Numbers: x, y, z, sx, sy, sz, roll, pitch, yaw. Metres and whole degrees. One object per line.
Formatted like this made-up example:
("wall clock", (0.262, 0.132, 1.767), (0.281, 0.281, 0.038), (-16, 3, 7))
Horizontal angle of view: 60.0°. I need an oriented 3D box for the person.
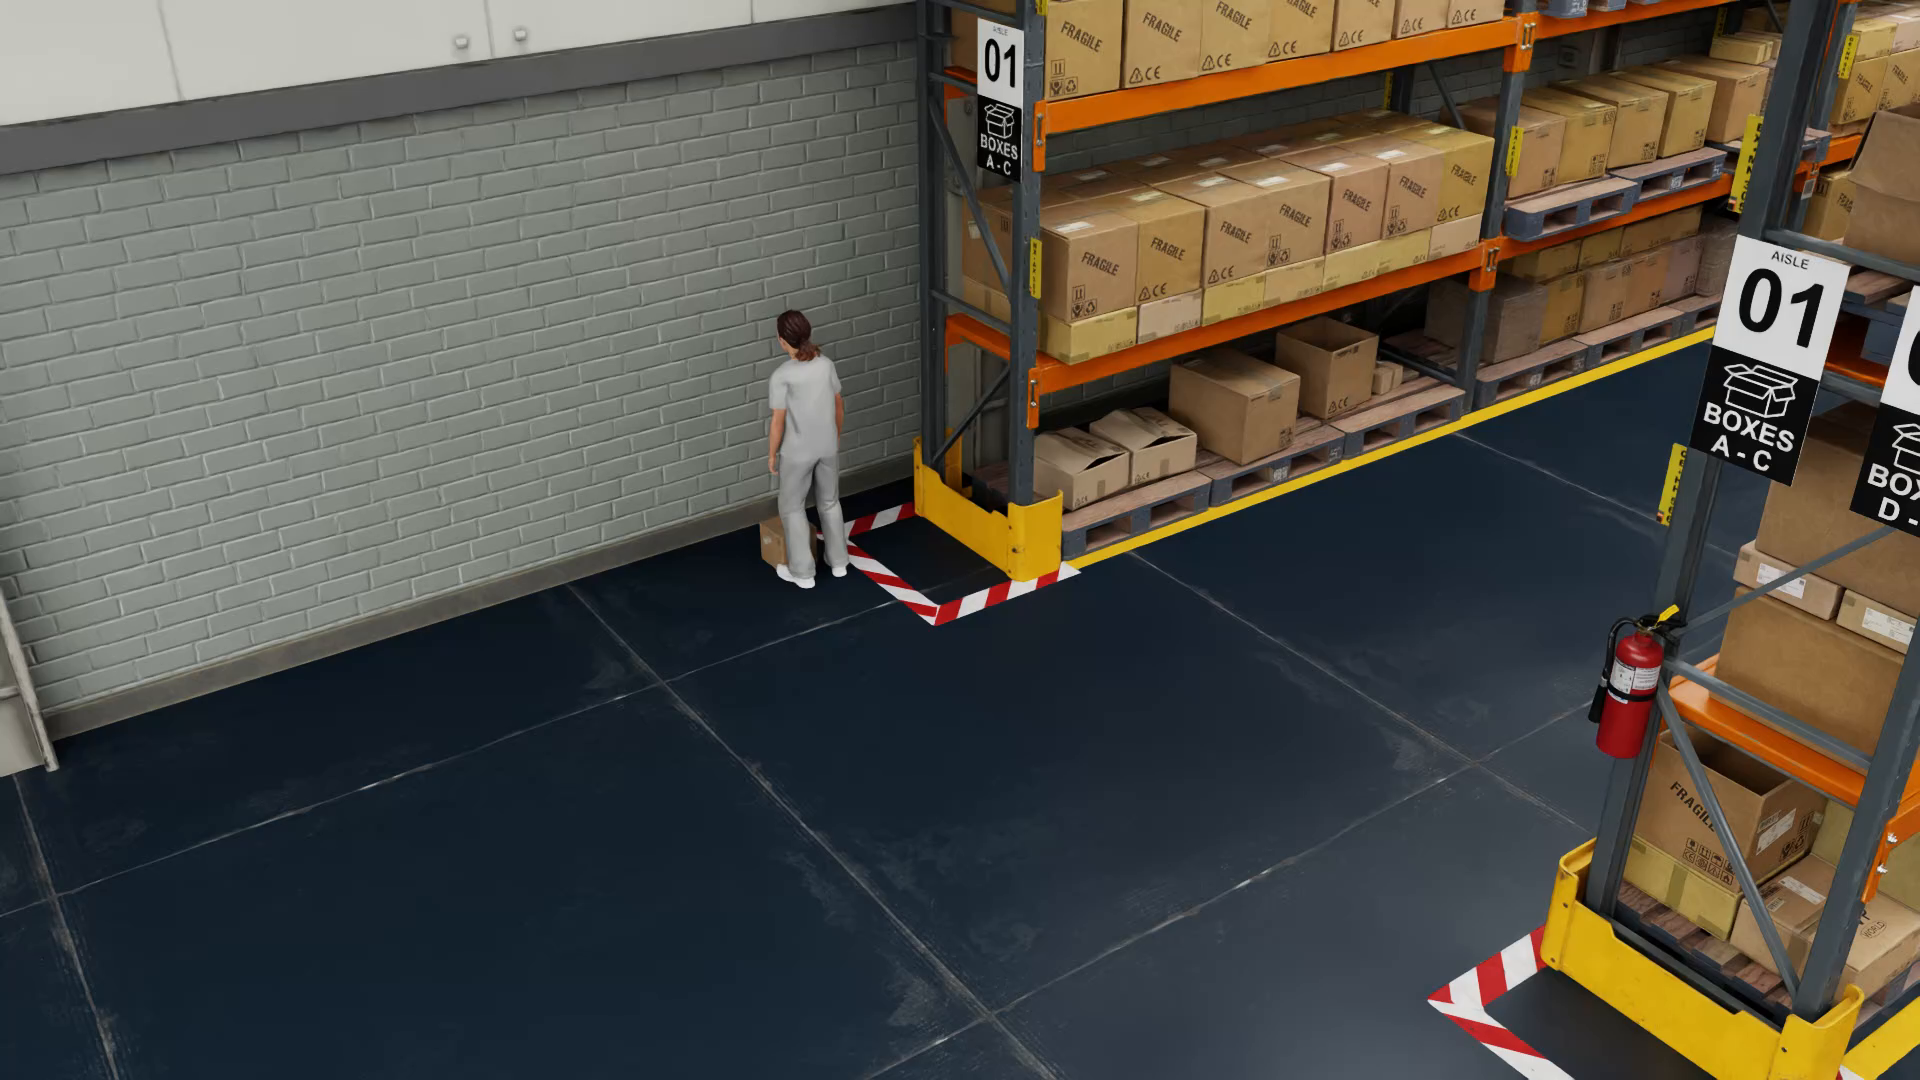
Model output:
("person", (-0.883, -0.517, 9.569), (0.490, 1.673, 0.354), (-19, 34, -31))
